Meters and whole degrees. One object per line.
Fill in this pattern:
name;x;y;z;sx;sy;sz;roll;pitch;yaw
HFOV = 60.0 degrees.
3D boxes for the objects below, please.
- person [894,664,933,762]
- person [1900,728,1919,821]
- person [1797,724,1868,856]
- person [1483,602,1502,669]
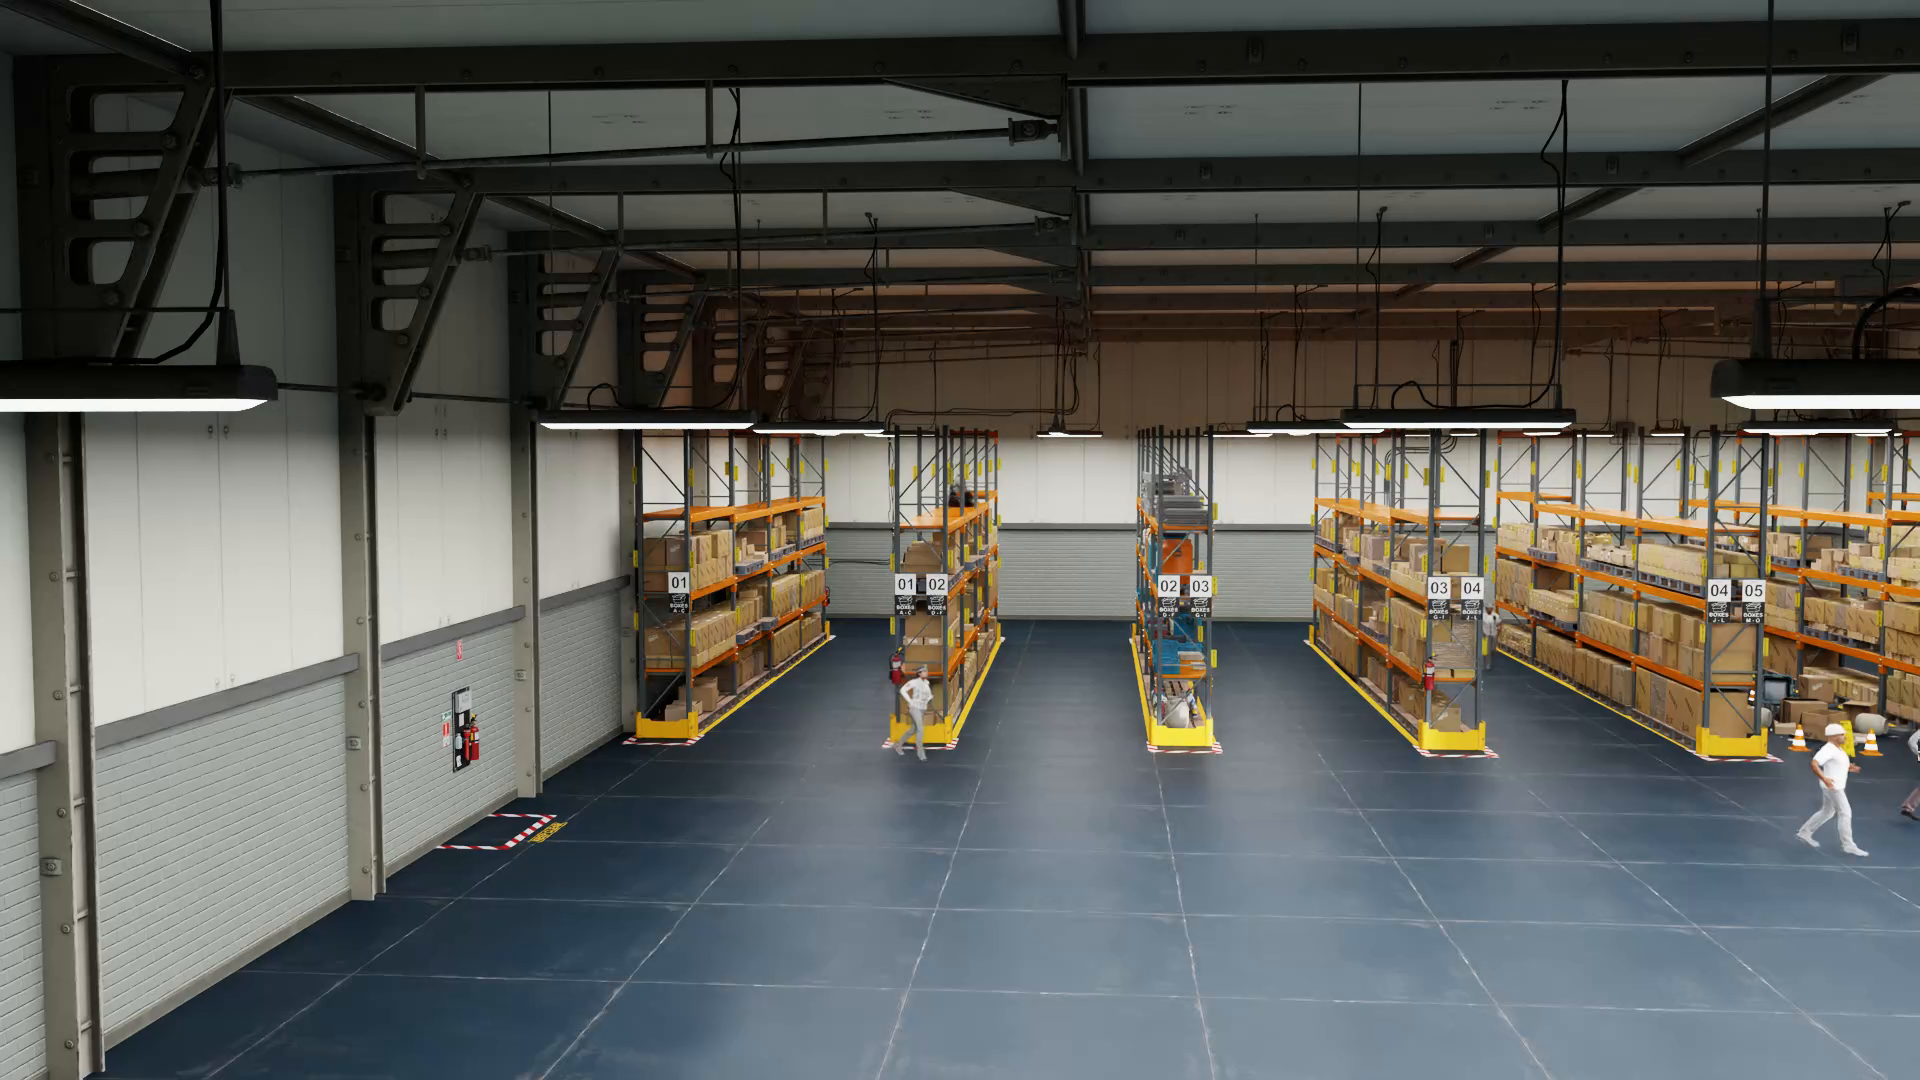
person;-0.773;3.091;30.037;0.823;1.719;0.607;2;4;34
person;14.342;3.386;24.574;0.774;1.787;0.630;3;4;37
person;12.088;3.423;22.993;0.888;1.768;0.704;2;4;31
person;13.324;2.390;41.810;0.579;1.682;0.634;1;4;13
